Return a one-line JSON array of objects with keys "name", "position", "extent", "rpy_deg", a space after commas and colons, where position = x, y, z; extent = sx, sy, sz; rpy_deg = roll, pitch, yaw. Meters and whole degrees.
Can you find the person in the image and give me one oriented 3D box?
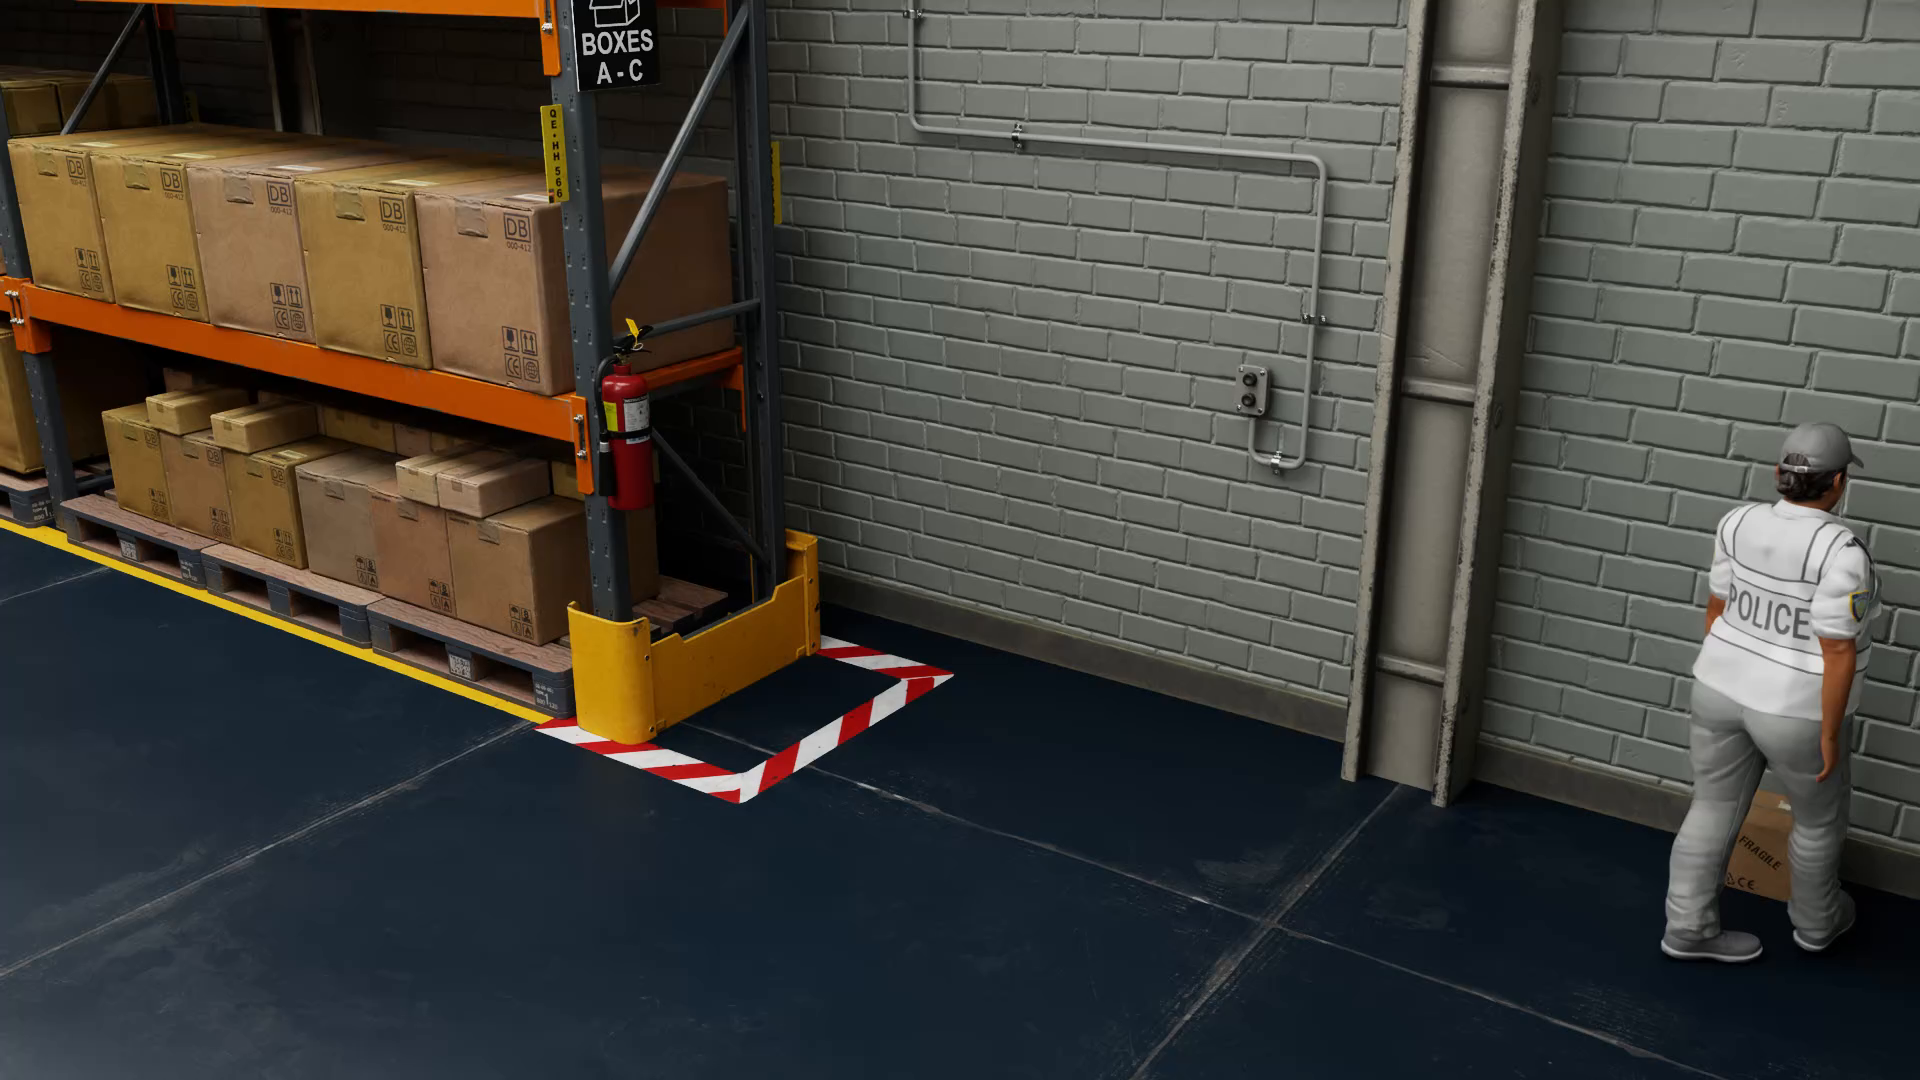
[{"name": "person", "position": [2.441, 0.445, 4.834], "extent": [0.667, 1.653, 0.473], "rpy_deg": [-12, 23, -29]}]
